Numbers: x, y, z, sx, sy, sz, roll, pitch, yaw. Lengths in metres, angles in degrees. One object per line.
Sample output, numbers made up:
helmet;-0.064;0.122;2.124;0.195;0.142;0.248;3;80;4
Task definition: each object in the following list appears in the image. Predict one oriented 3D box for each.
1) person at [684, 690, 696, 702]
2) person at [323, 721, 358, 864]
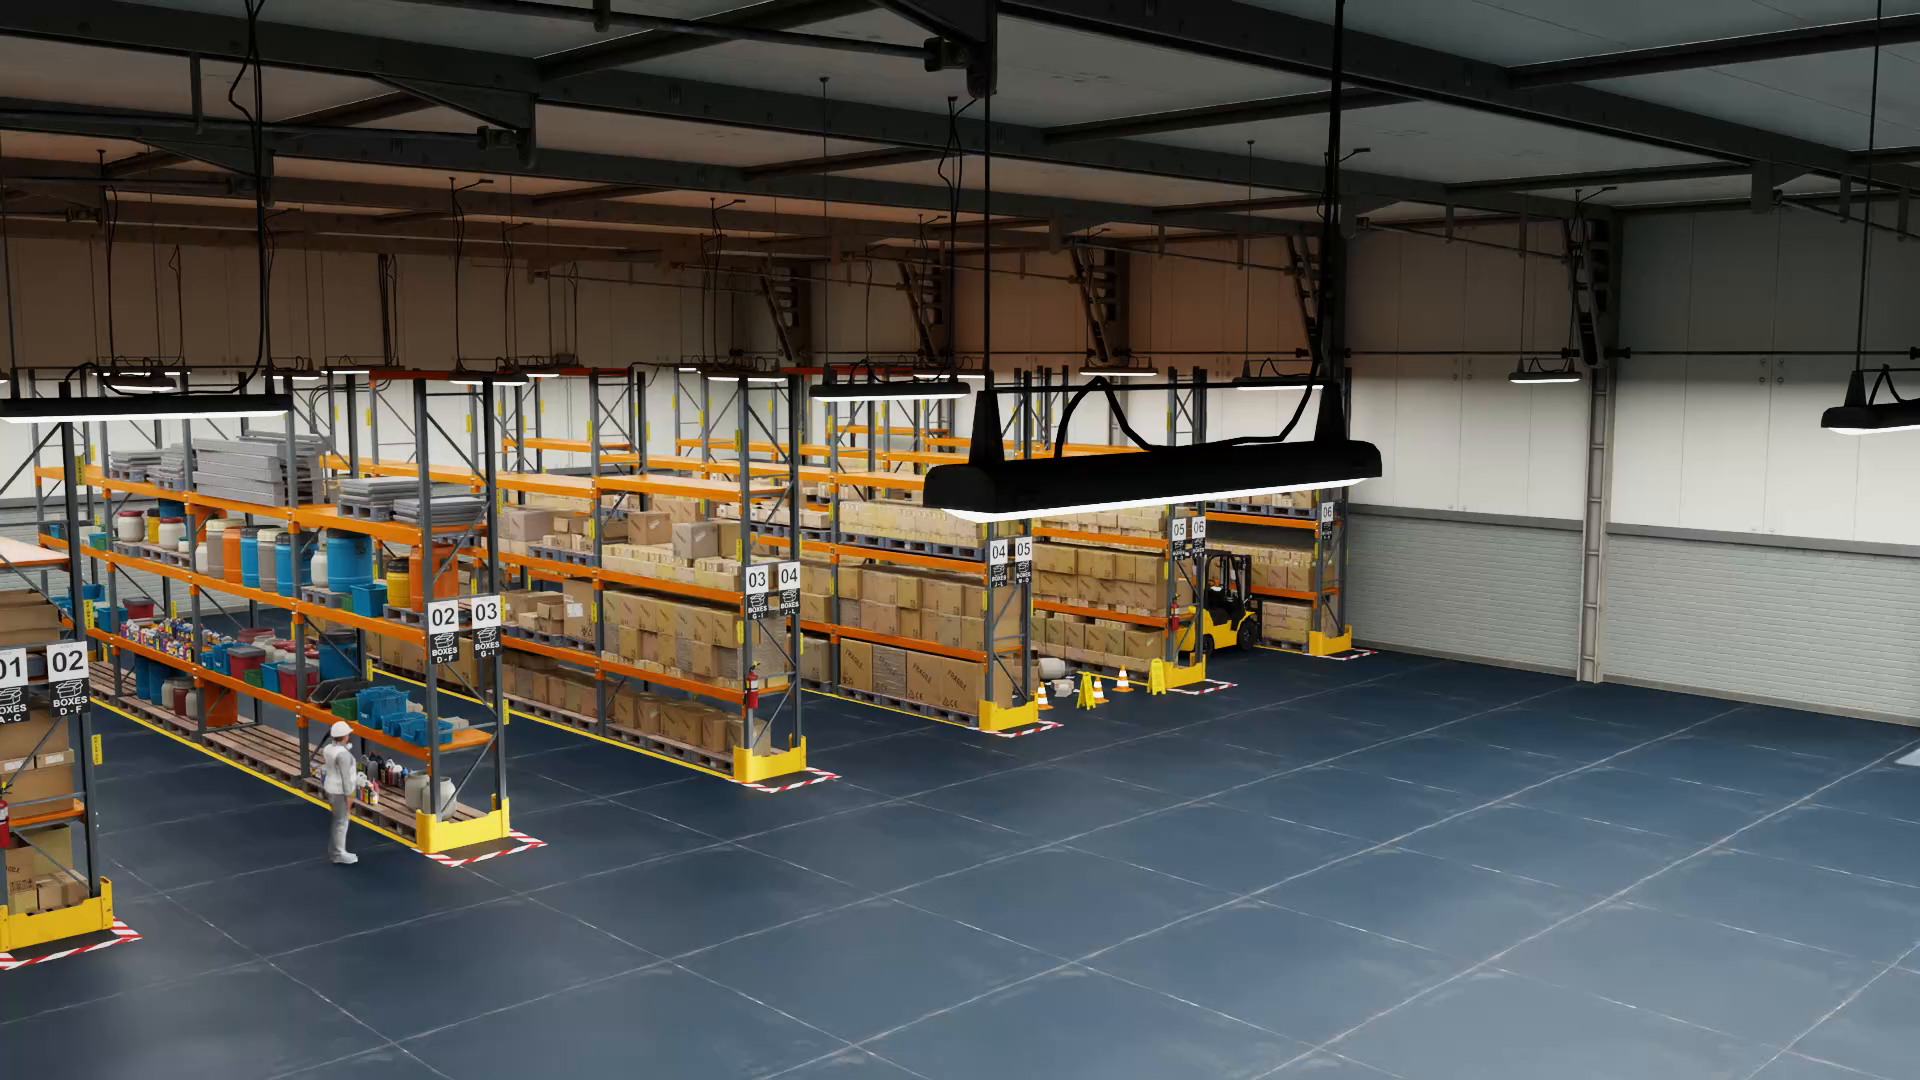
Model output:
person;-4.914;2.129;29.983;0.578;1.814;0.647;-2;7;-17
person;-7.674;3.125;20.612;0.370;1.784;0.557;-4;7;-30
